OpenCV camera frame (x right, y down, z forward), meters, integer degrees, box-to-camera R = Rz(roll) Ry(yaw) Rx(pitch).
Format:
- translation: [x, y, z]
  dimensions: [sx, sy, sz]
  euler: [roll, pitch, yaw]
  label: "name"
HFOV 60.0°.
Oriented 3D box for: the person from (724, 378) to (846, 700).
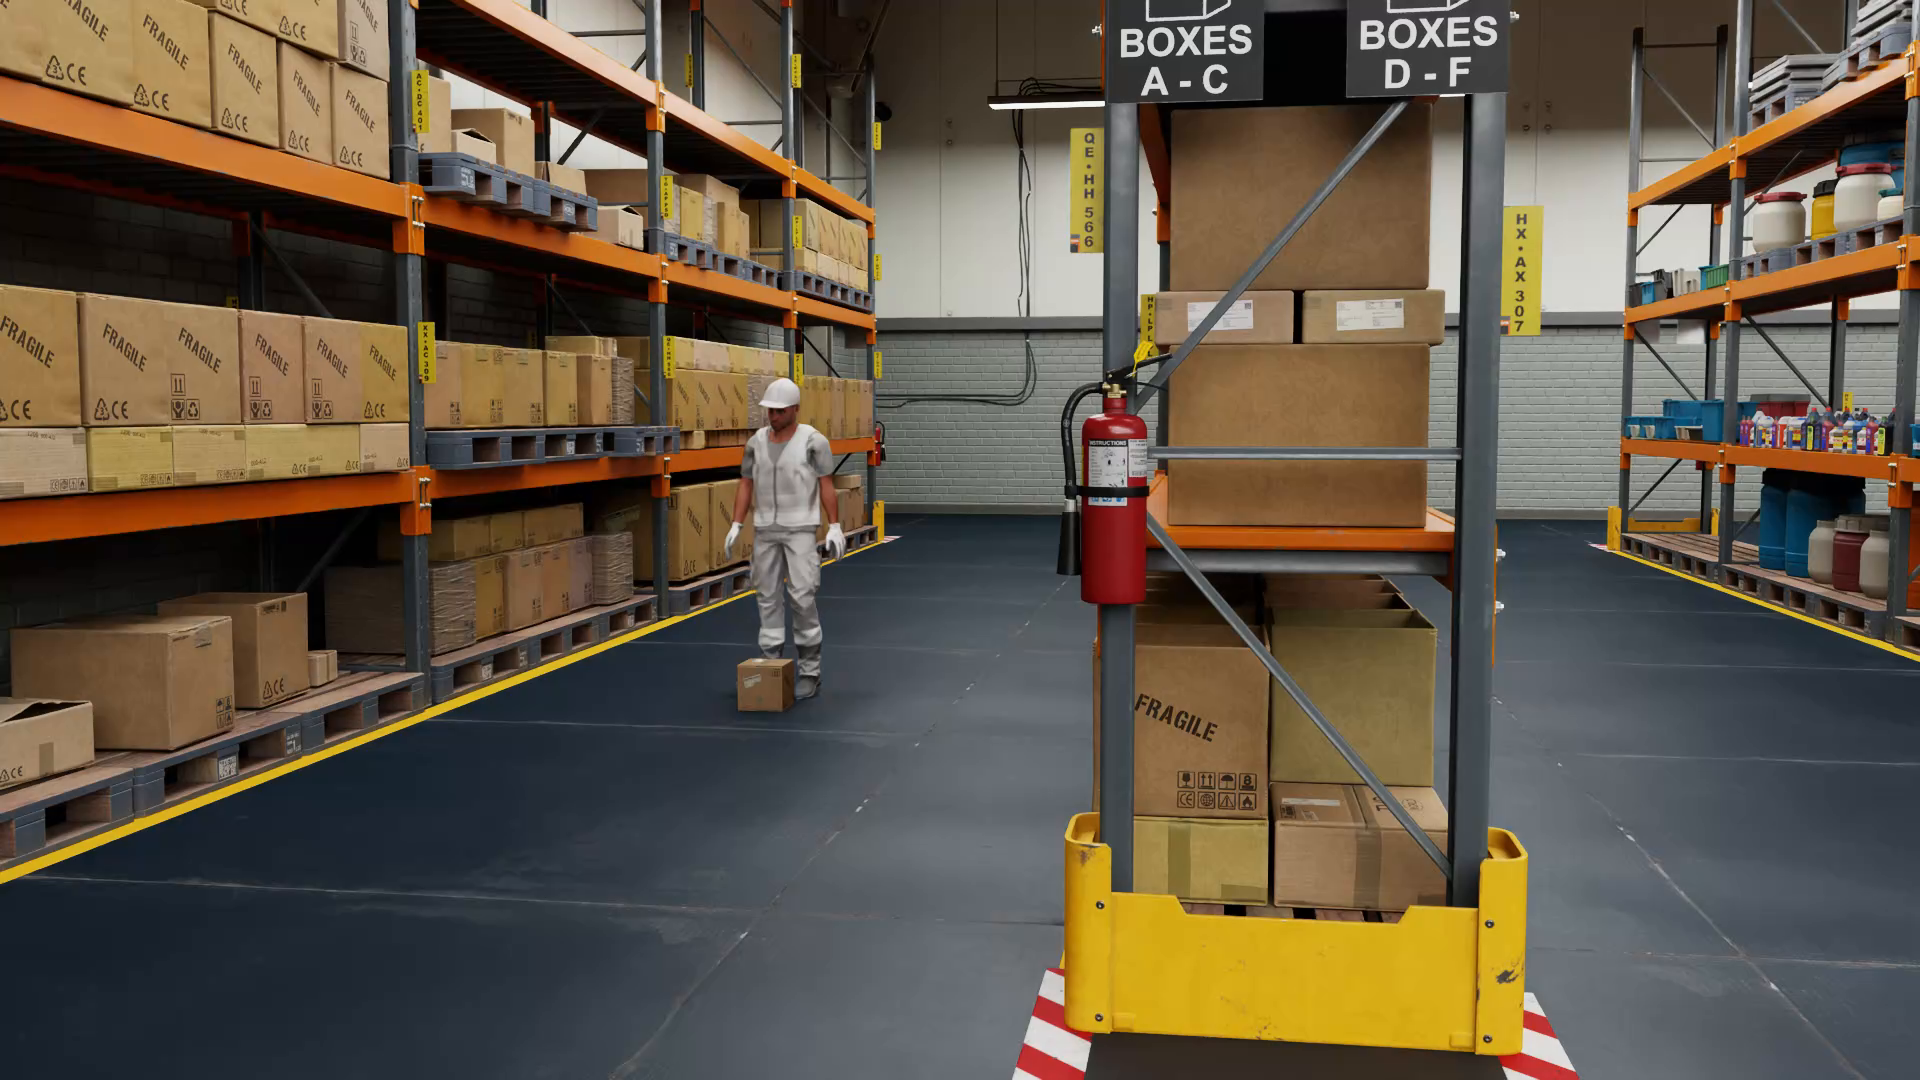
- translation: [-1.024, -0.012, 9.510]
  dimensions: [0.681, 1.819, 0.397]
  euler: [2, 5, 19]
  label: "person"
